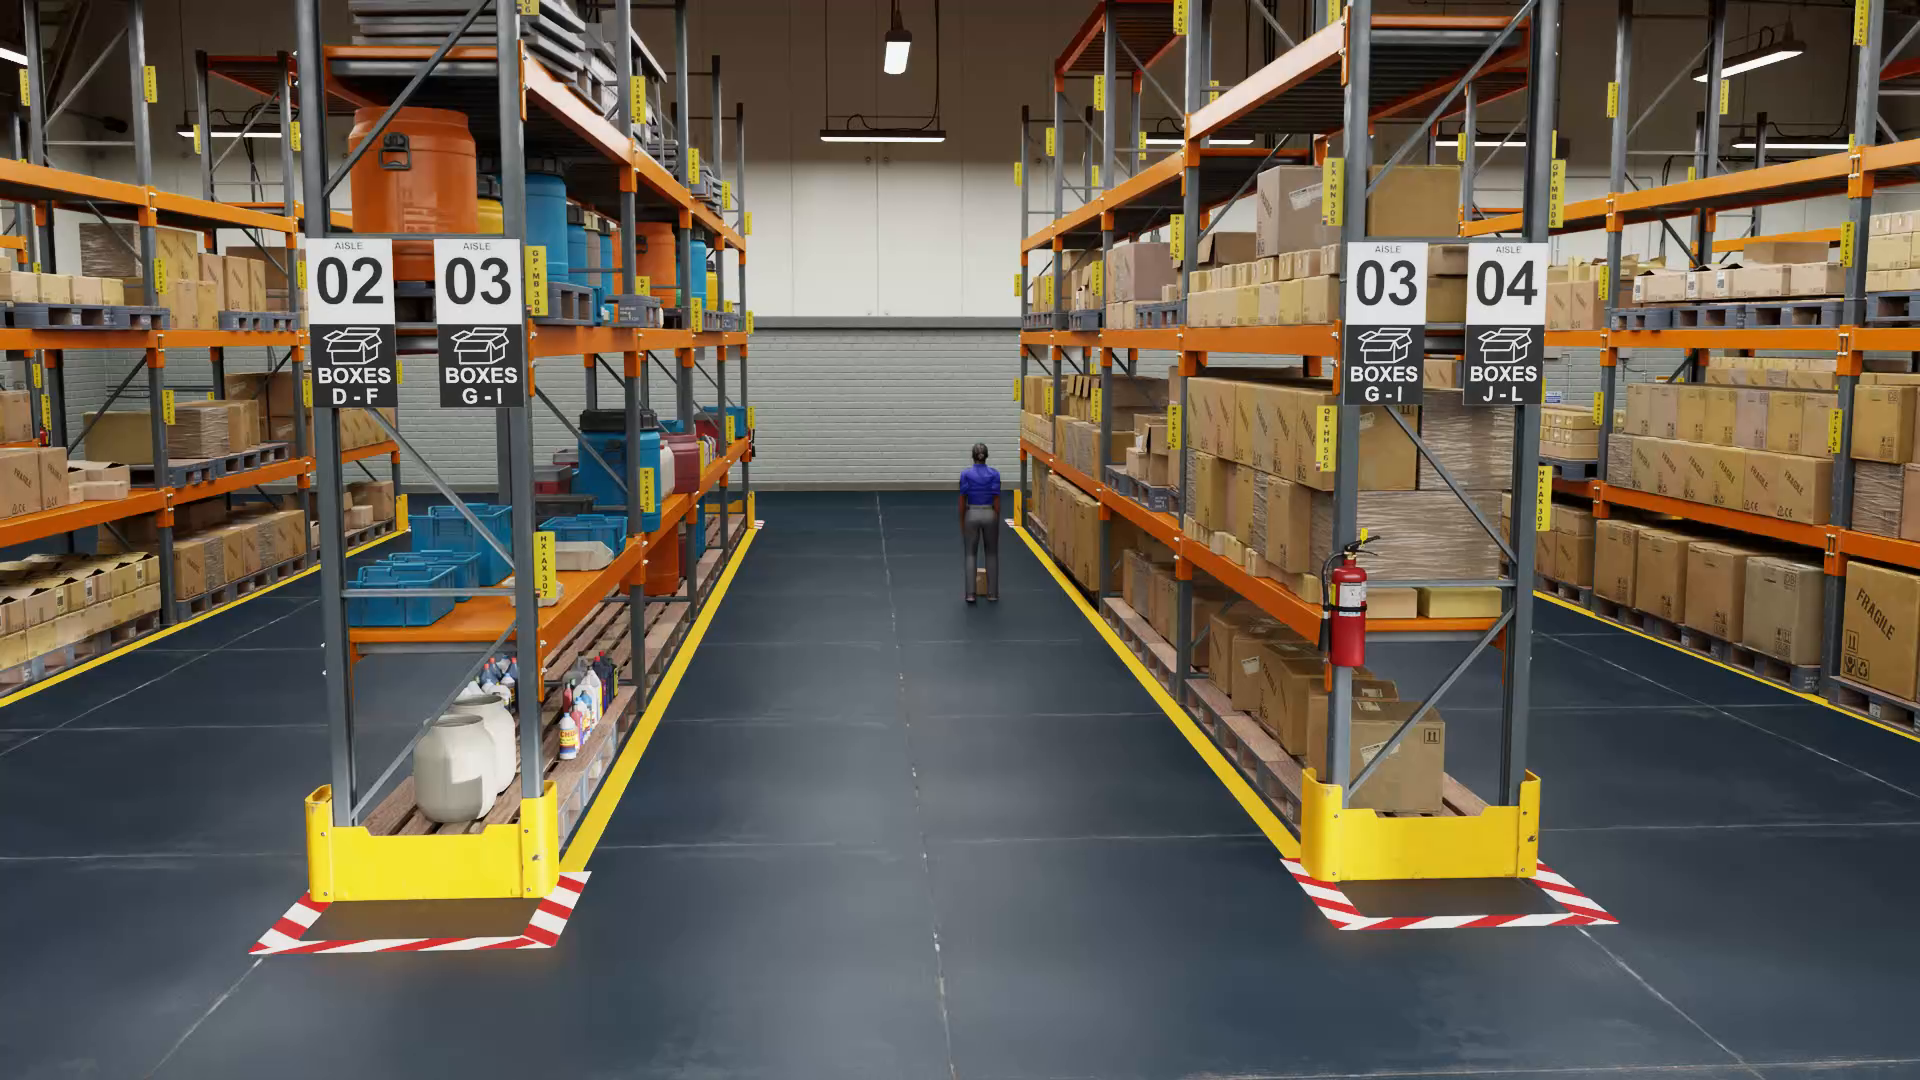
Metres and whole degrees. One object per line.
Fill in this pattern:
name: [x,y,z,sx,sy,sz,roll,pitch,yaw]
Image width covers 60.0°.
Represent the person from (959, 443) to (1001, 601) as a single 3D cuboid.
person: [0.204,-0.184,17.322,0.437,1.661,0.312,0,7,0]
